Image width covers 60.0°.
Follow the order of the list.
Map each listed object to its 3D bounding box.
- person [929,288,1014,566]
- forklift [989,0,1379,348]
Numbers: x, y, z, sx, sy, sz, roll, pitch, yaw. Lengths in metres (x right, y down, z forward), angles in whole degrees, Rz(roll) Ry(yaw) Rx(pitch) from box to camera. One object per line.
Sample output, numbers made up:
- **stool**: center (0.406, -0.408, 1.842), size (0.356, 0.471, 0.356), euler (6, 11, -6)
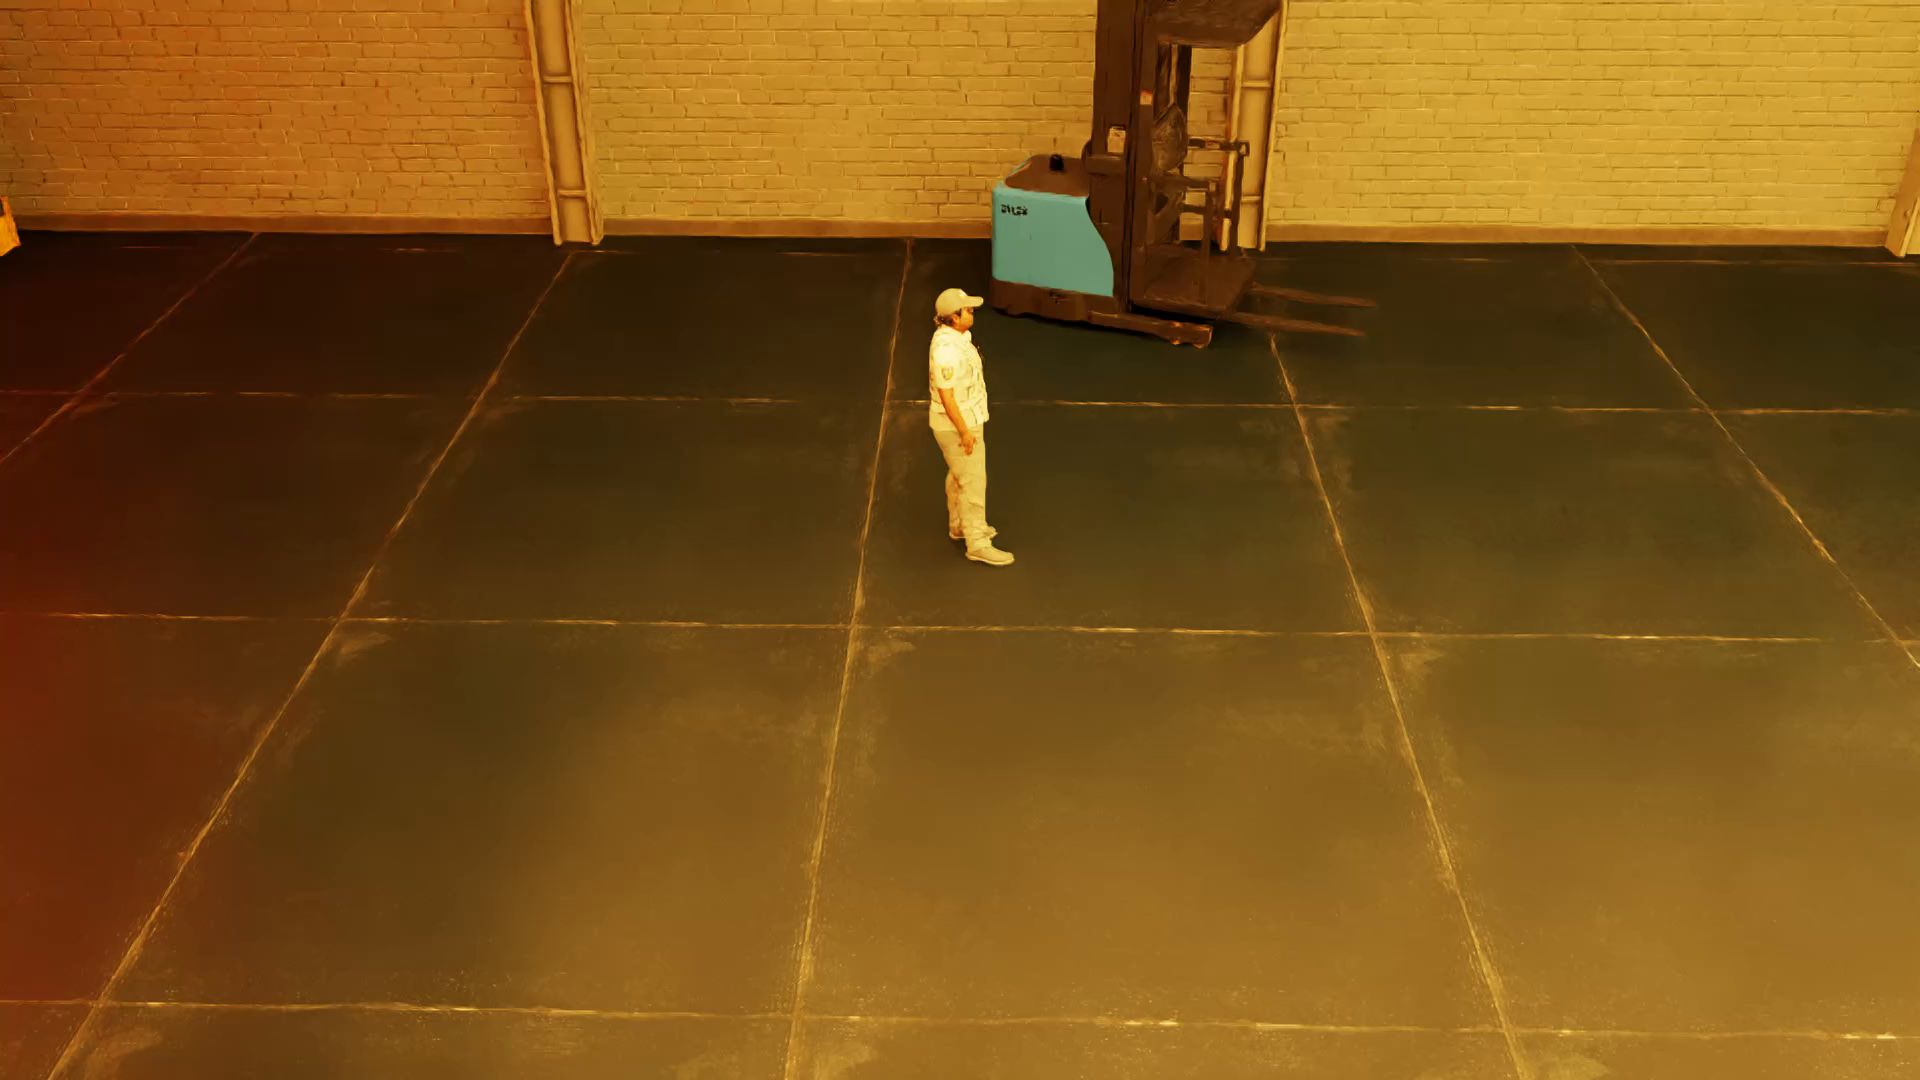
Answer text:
- **person**: center (0.076, -0.711, 10.052), size (0.529, 1.669, 0.598), euler (1, 31, 1)
- **forklift**: center (1.811, -3.078, 12.834), size (3.031, 2.935, 1.130), euler (11, 32, 18)
